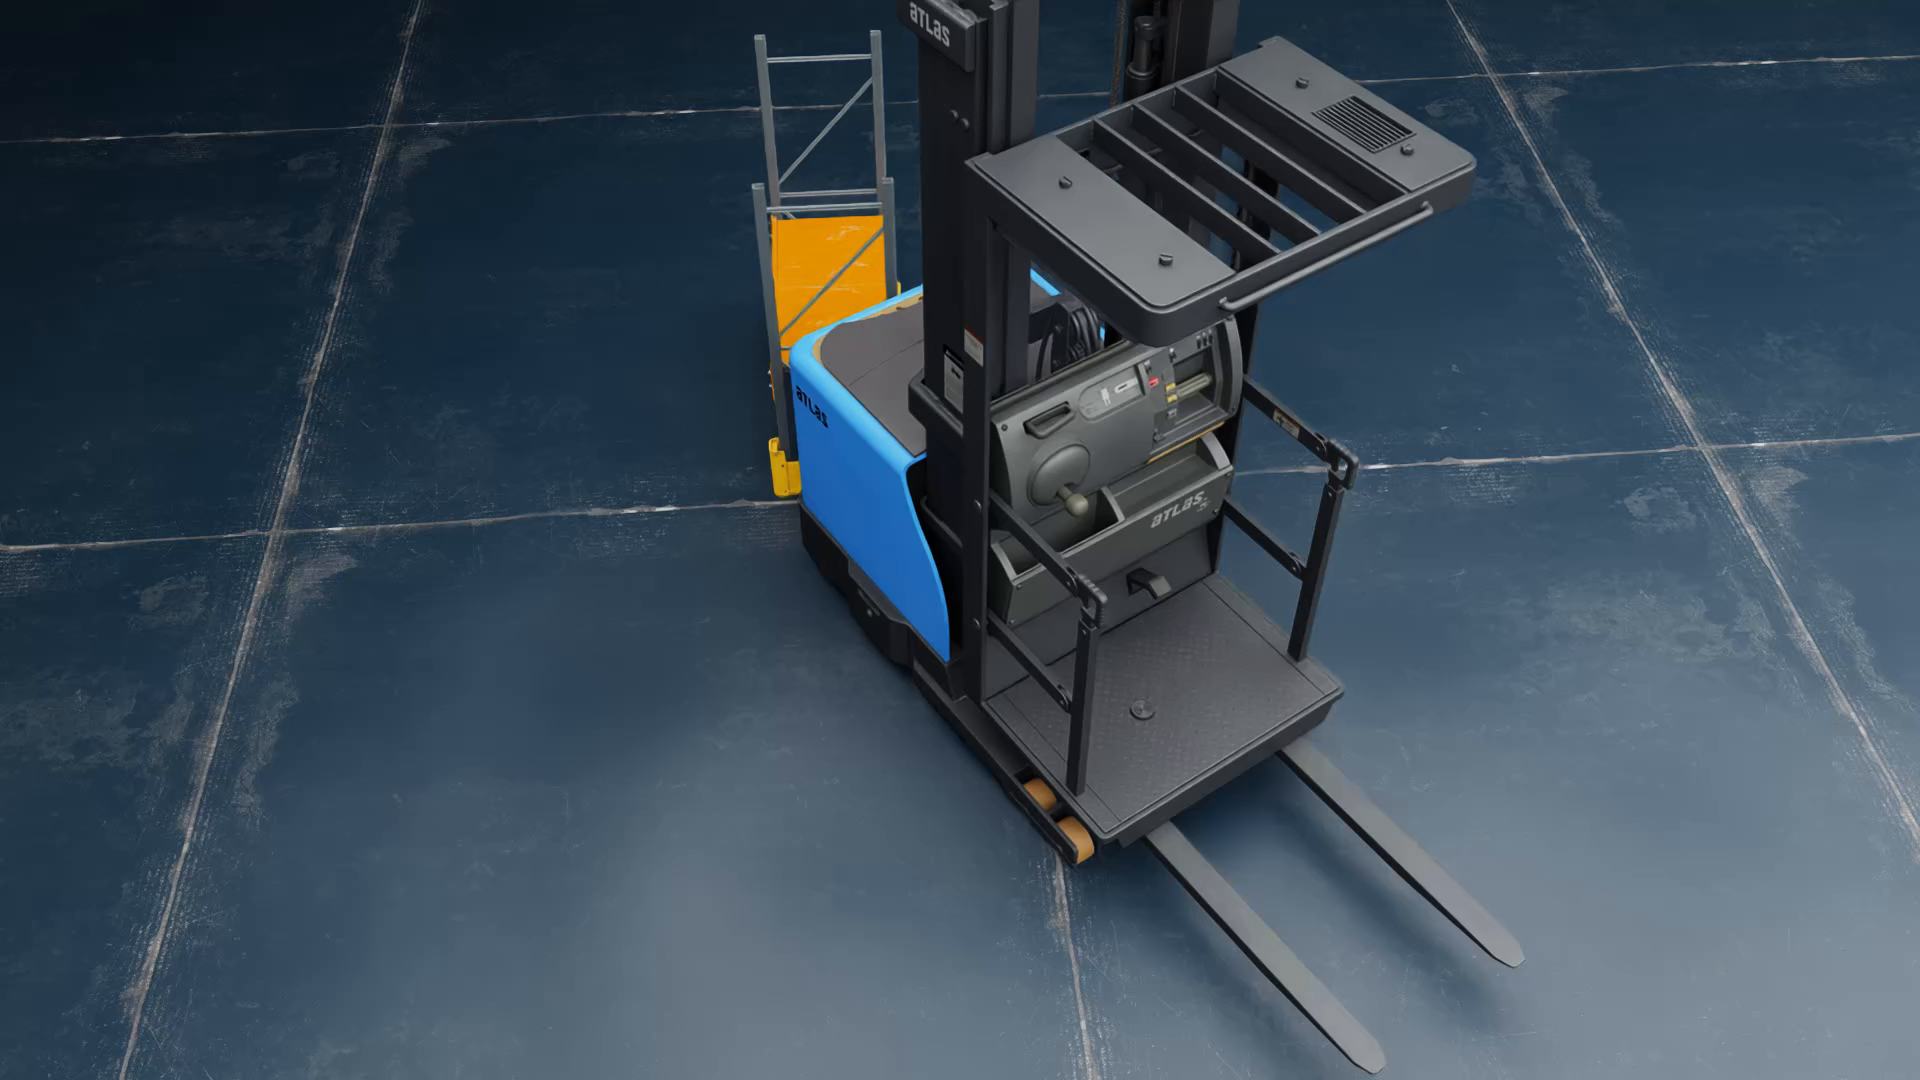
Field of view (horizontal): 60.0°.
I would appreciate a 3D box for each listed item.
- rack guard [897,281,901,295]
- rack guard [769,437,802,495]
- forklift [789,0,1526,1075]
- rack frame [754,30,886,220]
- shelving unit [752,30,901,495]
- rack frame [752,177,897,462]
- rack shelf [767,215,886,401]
[{"bbox_3d":[-0.561,-1.039,7.562,0.587,0.250,0.087,-3,47,-3],"label":"rack guard"},{"bbox_3d":[-0.485,-0.318,6.879,0.587,0.250,0.087,-3,47,-3],"label":"rack guard"},{"bbox_3d":[0.629,-0.304,5.019,1.130,2.935,3.031,-27,52,-23],"label":"forklift"},{"bbox_3d":[-0.563,-1.483,7.121,0.500,1.500,0.032,-3,47,-3],"label":"rack frame"},{"bbox_3d":[-0.523,-1.108,6.766,0.587,1.500,1.083,-3,47,-3],"label":"shelving unit"},{"bbox_3d":[-0.485,-0.747,6.424,0.500,1.500,0.032,-3,47,-3],"label":"rack frame"},{"bbox_3d":[-0.524,-0.991,6.903,0.538,0.185,1.000,-3,47,-3],"label":"rack shelf"}]
